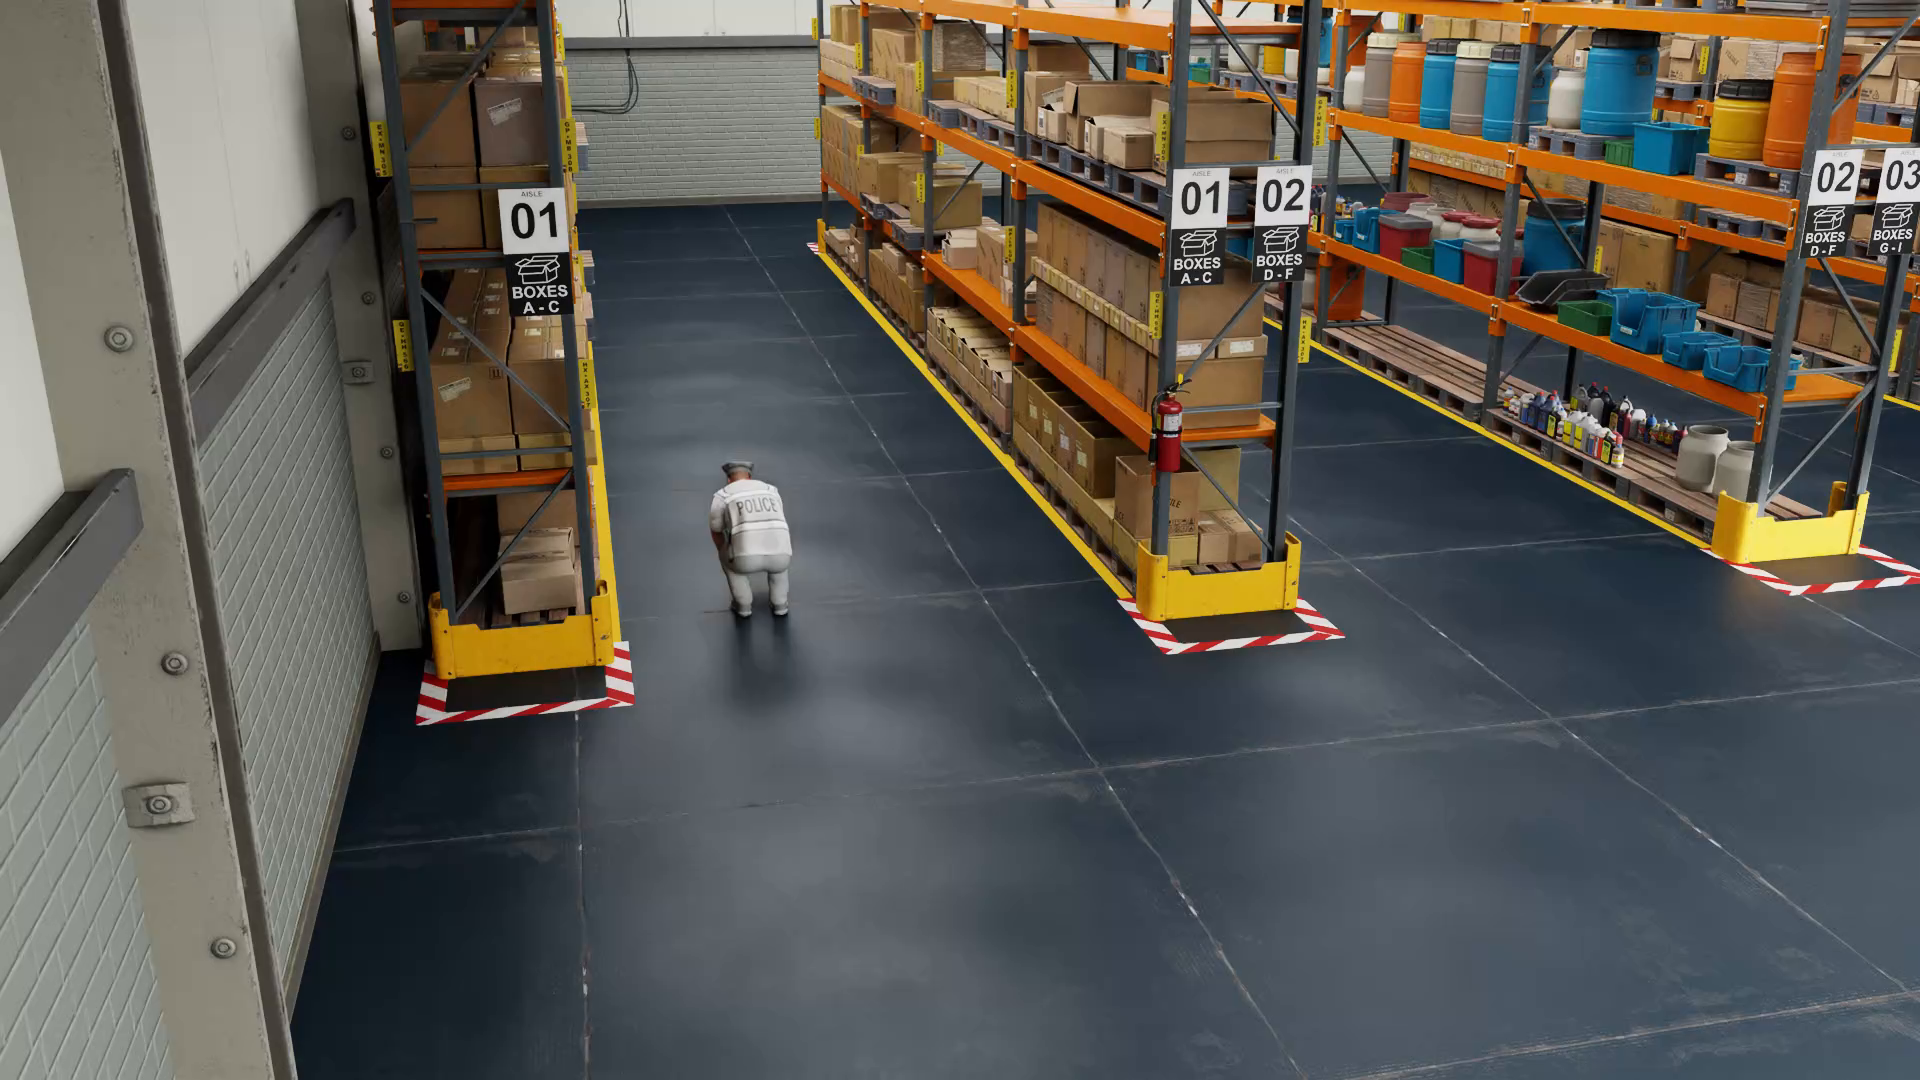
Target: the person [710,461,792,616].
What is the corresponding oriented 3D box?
[{"bbox_3d":[-1.526,-0.006,12.156,0.566,1.038,0.916,-5,20,-13],"label":"person"}]
